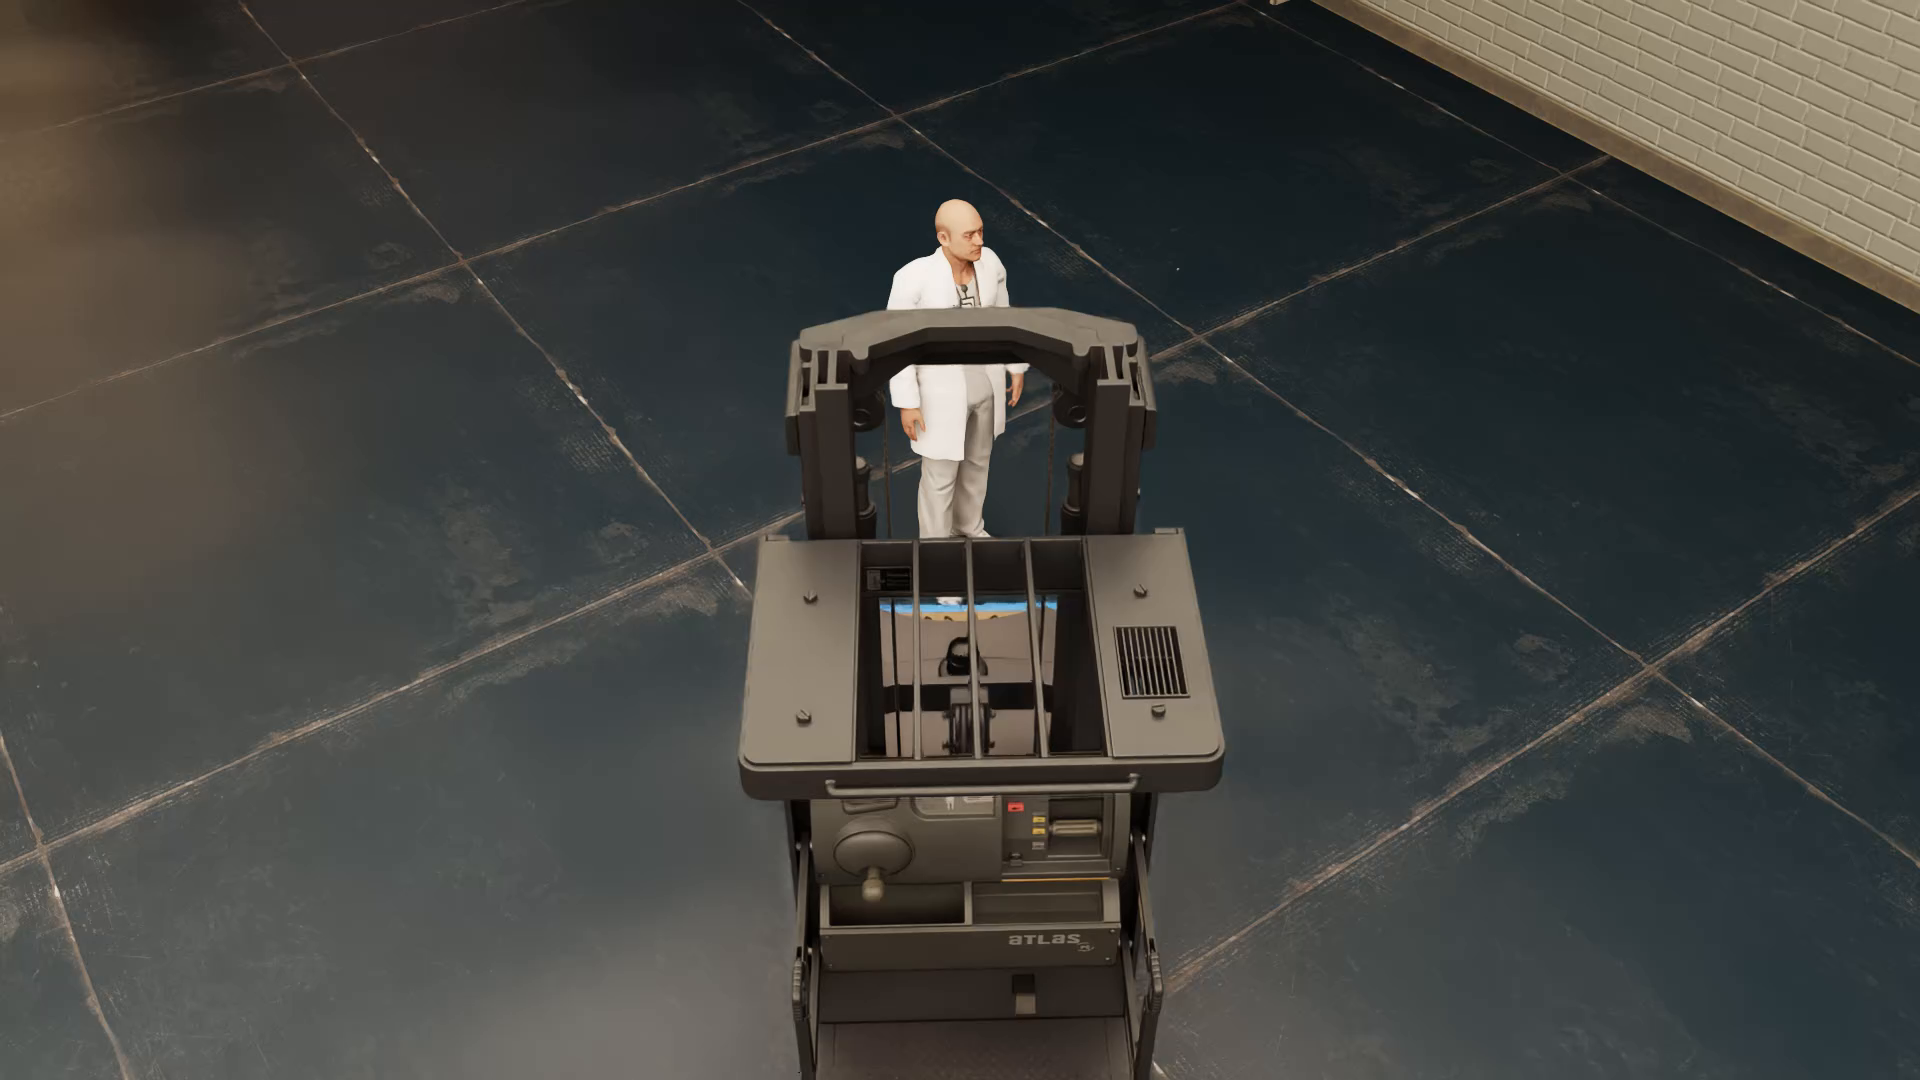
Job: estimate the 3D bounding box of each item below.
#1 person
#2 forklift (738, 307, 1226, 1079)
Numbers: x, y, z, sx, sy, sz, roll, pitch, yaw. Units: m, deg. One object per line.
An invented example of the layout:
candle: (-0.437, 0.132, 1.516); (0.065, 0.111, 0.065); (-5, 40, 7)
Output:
person: (0.048, -0.607, 7.215); (0.696, 1.775, 0.581); (-25, 48, -25)
forklift: (0.039, 0.939, 4.696); (1.130, 2.935, 3.031); (-1, 43, -1)
